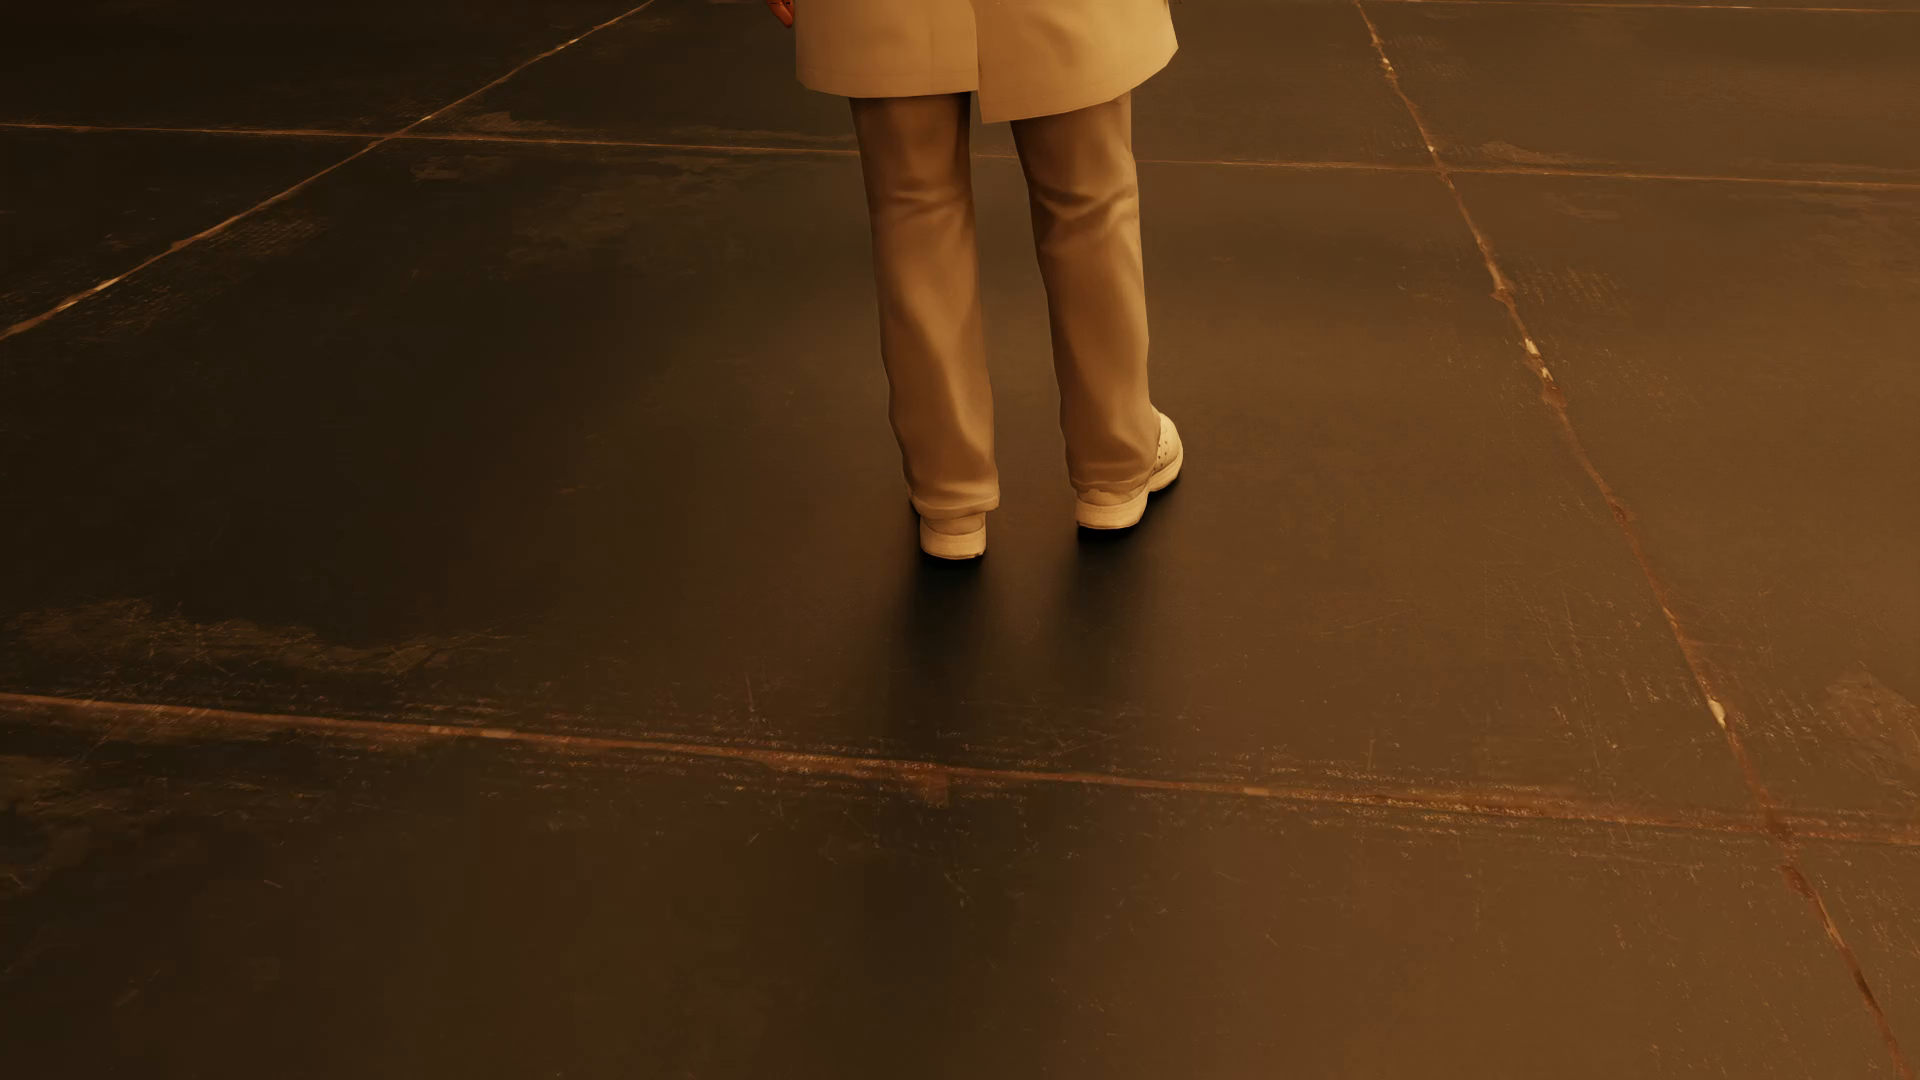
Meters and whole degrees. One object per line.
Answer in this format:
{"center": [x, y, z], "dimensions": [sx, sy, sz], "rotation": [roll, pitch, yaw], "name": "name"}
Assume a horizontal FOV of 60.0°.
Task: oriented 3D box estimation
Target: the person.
{"center": [0.016, -0.842, 2.181], "dimensions": [0.696, 1.778, 0.578], "rotation": [3, 27, 7], "name": "person"}
